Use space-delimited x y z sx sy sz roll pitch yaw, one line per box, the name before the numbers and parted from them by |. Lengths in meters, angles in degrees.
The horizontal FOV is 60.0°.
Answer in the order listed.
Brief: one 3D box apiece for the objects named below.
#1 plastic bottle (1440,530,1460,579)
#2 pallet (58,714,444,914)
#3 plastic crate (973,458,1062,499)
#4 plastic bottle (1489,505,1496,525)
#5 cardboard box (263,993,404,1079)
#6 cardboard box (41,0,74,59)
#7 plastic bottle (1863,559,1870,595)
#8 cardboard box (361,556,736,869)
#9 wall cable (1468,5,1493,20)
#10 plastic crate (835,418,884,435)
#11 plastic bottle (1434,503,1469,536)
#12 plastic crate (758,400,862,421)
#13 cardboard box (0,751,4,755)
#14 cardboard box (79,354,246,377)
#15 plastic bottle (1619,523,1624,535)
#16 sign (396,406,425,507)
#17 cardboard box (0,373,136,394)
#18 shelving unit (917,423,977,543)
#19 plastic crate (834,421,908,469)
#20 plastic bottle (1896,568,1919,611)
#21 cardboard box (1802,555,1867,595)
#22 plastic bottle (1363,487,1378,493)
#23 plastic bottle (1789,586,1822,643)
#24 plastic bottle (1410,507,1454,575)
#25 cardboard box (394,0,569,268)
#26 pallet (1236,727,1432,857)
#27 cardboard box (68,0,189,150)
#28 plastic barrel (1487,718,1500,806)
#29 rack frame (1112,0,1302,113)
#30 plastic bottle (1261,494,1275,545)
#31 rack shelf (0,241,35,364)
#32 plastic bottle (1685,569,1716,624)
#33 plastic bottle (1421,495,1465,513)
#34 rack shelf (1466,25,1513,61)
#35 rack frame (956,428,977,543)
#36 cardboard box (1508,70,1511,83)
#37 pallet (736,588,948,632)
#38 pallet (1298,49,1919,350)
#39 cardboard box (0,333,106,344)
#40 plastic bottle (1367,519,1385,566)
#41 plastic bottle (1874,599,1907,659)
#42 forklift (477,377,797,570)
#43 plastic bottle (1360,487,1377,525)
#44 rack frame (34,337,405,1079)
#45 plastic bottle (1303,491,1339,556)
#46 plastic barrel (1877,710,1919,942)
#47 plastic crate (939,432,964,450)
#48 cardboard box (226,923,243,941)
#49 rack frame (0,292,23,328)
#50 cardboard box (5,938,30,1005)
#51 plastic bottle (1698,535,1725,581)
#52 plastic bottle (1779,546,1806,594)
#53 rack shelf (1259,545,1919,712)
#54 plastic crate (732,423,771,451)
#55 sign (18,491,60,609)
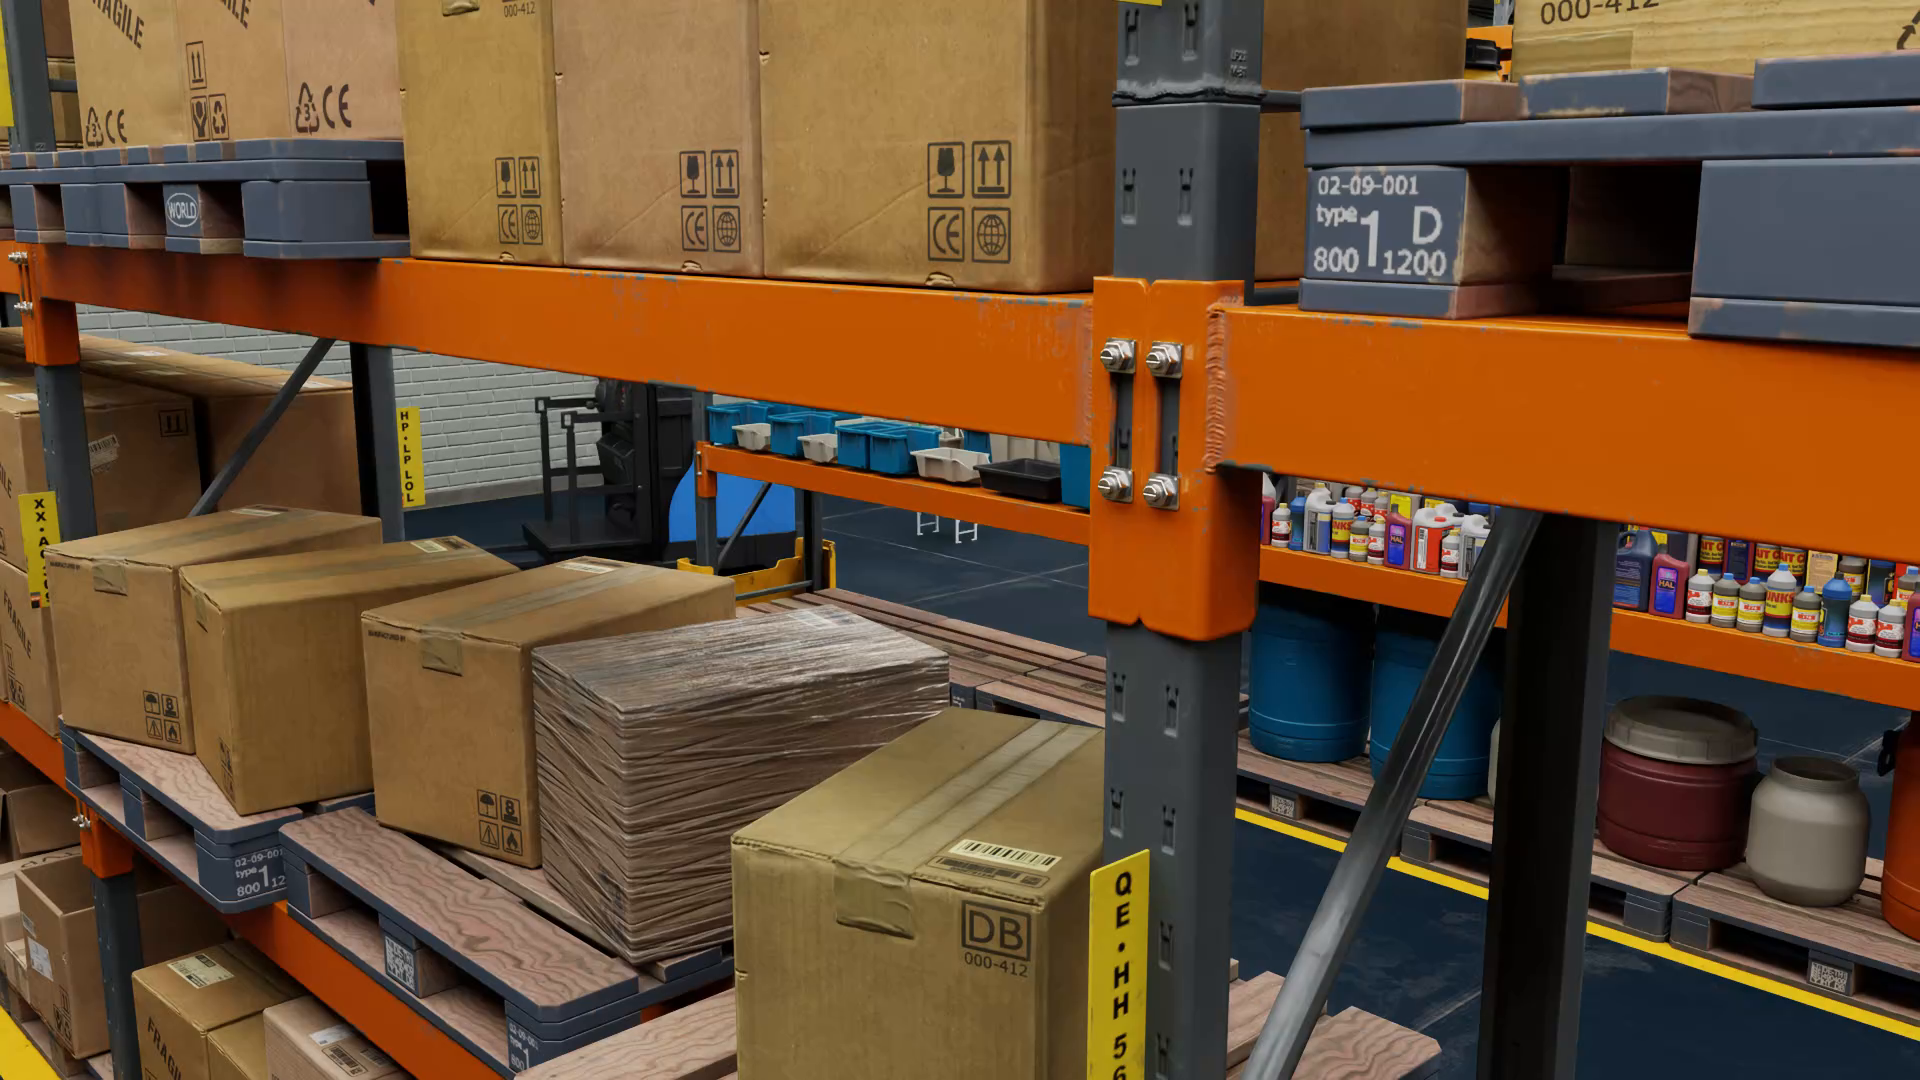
plastic bottle | 2.130 0.059 7.183 0.097 0.201 0.097 0 12 0
pallet | -1.727 0.601 4.537 1.003 0.211 1.213 -11 16 -43
plastic crate | 0.418 -0.335 9.138 0.437 0.125 0.590 -11 16 -43
plastic bottle | 2.492 -0.114 7.841 0.152 0.276 0.135 -11 16 -43
cardboard box | -1.351 1.267 4.073 0.500 0.250 0.500 -11 16 -42
cardboard box | -2.563 -1.698 5.062 0.700 0.500 0.500 -11 16 -43
plastic bottle | 3.704 0.125 6.662 0.061 0.283 0.133 -11 16 -43
cardboard box | -0.935 0.370 3.895 0.500 0.500 0.700 7 14 31
wall cable | 7.828 -7.204 26.985 2.988 3.039 0.133 -11 16 -43
plastic crate | -0.683 -0.705 10.904 0.396 0.136 0.243 -11 16 -43
plastic bottle | 2.179 -0.019 7.379 0.152 0.276 0.135 -11 16 -43
plastic crate | -1.010 -0.922 11.218 0.616 0.435 0.499 -11 16 -43
cardboard box | -4.446 1.114 7.292 0.500 0.250 0.500 -11 16 -43
cardboard box | -3.033 -0.422 6.300 0.500 0.500 0.500 11 16 43
plastic bottle | 2.893 -0.018 7.382 0.097 0.271 0.097 0 12 0
sign | -1.801 -0.270 5.418 0.100 0.325 0.005 -11 16 -43
cardboard box | -3.092 -0.276 5.590 0.500 0.500 0.500 -11 16 -44
shelving unit | -0.114 -0.612 14.408 0.258 1.200 0.503 -11 16 -43
plastic crate | -0.535 -0.572 10.019 0.416 0.233 0.300 -11 16 -43
plastic bottle | 3.686 0.211 6.447 0.097 0.201 0.097 0 12 0
cardboard box | 6.042 0.051 10.955 0.875 0.875 1.225 11 16 43
plastic bottle | 2.084 -0.218 8.323 0.061 0.283 0.133 -11 16 -43
plastic bottle | 3.133 0.271 6.154 0.097 0.201 0.097 0 12 0
plastic bottle | 2.069 0.002 7.276 0.152 0.276 0.135 -11 16 -43
cardboard box | -0.474 -0.769 3.027 0.910 0.500 0.500 -11 16 -43
pallet | 1.888 1.170 8.211 1.003 0.211 1.213 -11 16 -43
cardboard box | -1.905 -1.314 4.385 0.600 0.600 0.600 10 15 40
plastic barrel | 2.563 0.978 7.355 0.421 0.512 0.421 0 12 0
rack frame | 0.563 -1.979 1.718 1.000 3.000 0.127 -11 16 -43
plastic bottle | 1.422 -0.125 7.874 0.061 0.283 0.133 -11 16 -43
rack shelf | -3.581 -1.034 6.344 1.077 0.370 4.000 -11 16 -43
plastic bottle | 2.864 0.214 6.430 0.097 0.201 0.097 0 12 0
plastic bottle | 2.281 -0.155 7.852 0.144 0.351 0.185 -11 16 -43
rack shelf | 3.587 -3.687 12.779 1.077 0.370 4.000 -11 16 -43
rack frame | 0.054 -0.576 14.235 0.240 1.200 0.015 -11 16 -43
cardboard box | 4.323 -3.283 12.085 0.500 0.250 0.500 10 16 41
pallet | -0.835 0.593 11.009 1.003 0.211 1.213 -11 16 -43
pallet | 1.096 -0.331 1.620 1.213 0.211 1.003 -10 15 -40
cardboard box | -4.106 -0.647 7.393 0.500 0.500 0.500 -10 16 -41
plastic bottle | 1.877 0.006 7.442 0.097 0.201 0.097 0 12 0
plastic bottle | 3.334 0.314 5.947 0.097 0.201 0.097 0 12 0
forklift | -2.858 -1.170 12.826 3.031 2.935 1.130 -5 13 -24
plastic bottle | 2.040 -0.164 8.265 0.097 0.201 0.097 0 12 0
rack frame | -2.199 0.375 5.157 1.000 3.000 0.127 -11 16 -43
plastic bottle | 1.682 -0.080 7.673 0.152 0.276 0.135 -11 16 -43
plastic barrel | 3.798 1.057 6.183 0.600 0.830 0.708 -11 16 -43
plastic crate | -0.065 -0.583 10.311 0.298 0.136 0.250 -11 16 -43
cardboard box | -2.333 1.385 5.828 0.500 0.311 0.500 -11 16 -43
rack frame | -4.962 -0.209 7.991 1.000 3.000 0.127 -11 16 -43
cardboard box | -3.100 1.466 5.837 0.380 0.149 0.250 -11 16 -43
plastic bottle | 3.225 0.035 7.128 0.097 0.271 0.097 0 12 0
plastic bottle | 3.452 0.083 6.896 0.097 0.271 0.097 0 12 0
rack shelf | 2.767 0.330 7.161 1.077 0.370 4.000 -11 16 -43
plastic crate | -1.283 -0.658 10.678 0.250 0.136 0.298 -11 16 -43
sign | -2.587 0.028 4.697 0.100 0.325 0.005 -11 16 -43
